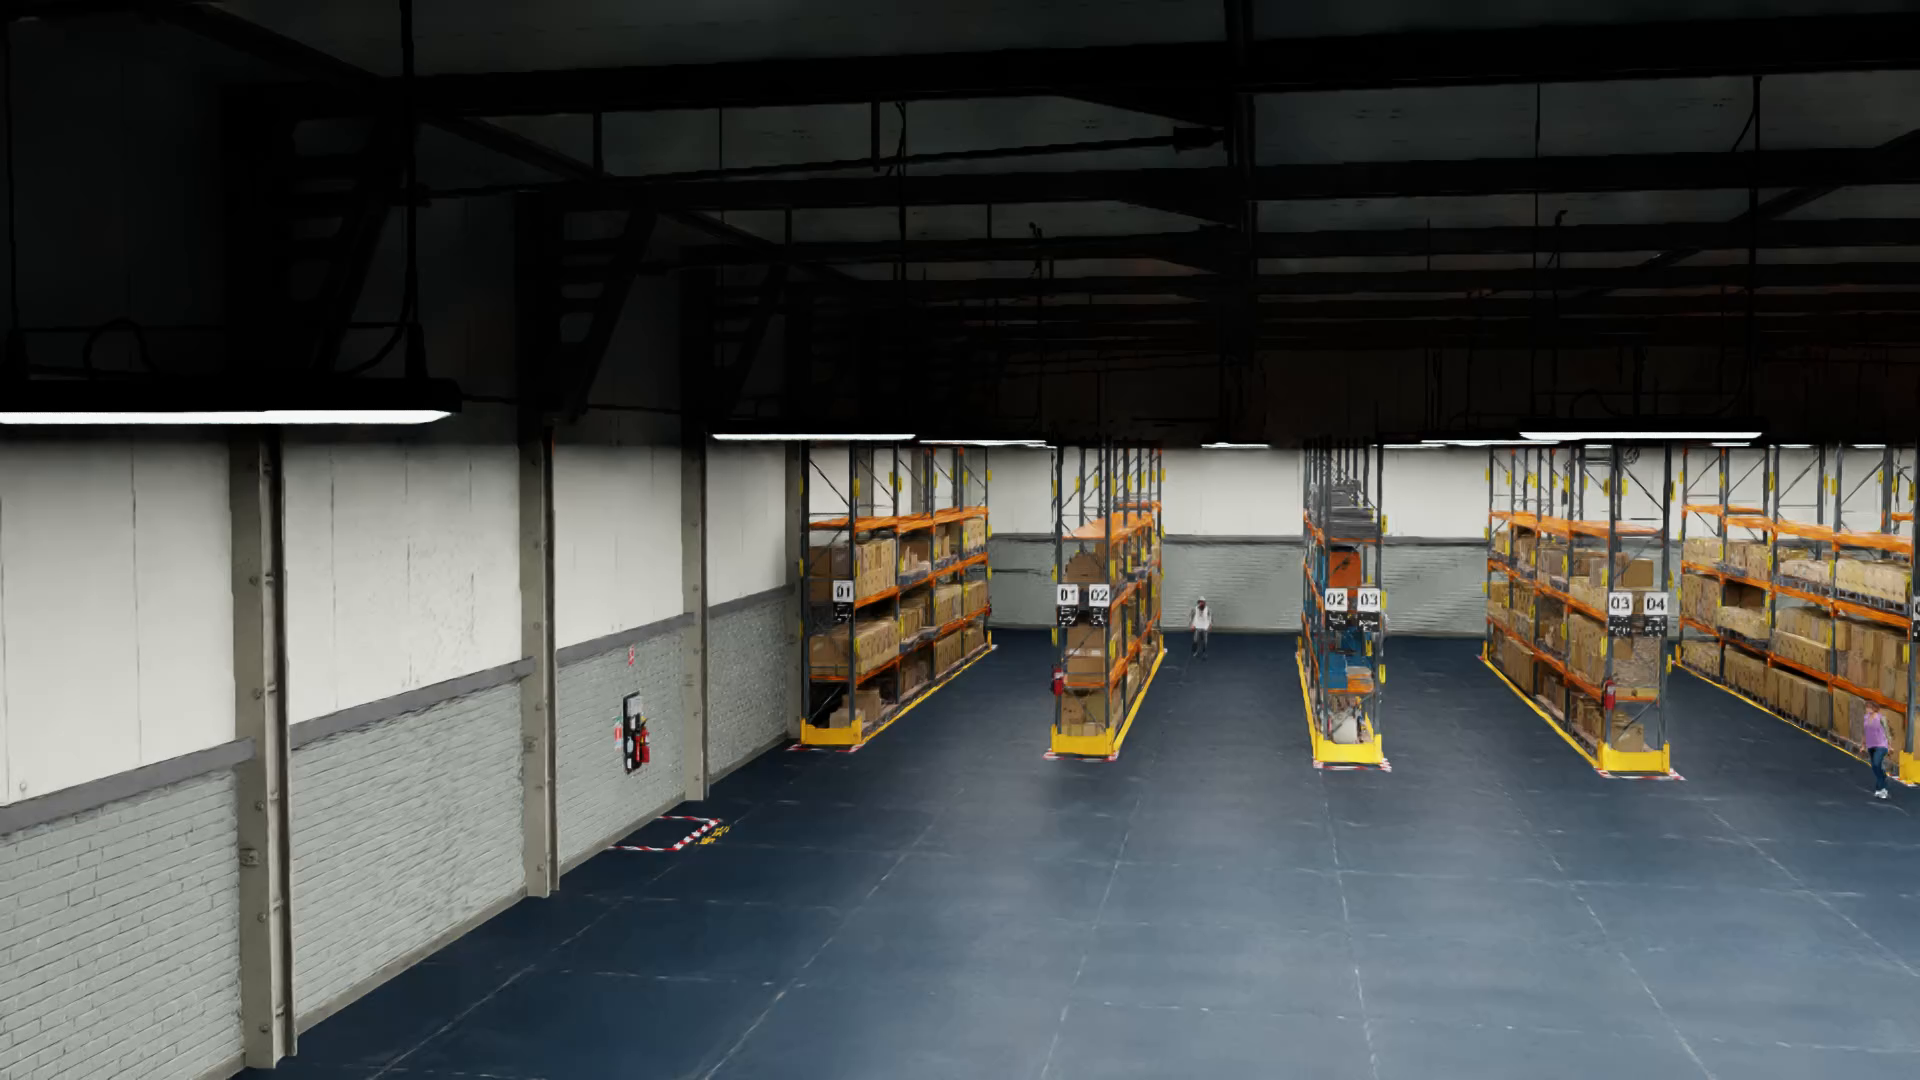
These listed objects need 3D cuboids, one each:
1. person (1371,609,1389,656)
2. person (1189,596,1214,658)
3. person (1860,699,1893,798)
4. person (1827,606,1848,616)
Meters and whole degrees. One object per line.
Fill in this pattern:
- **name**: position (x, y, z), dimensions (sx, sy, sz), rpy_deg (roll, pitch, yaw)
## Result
- **person**: position (11.615, 2.462, 46.201), dimensions (0.566, 1.541, 0.519), rpy_deg (0, 3, 7)
- **person**: position (6.637, 2.393, 45.787), dimensions (0.677, 1.726, 0.574), rpy_deg (0, 3, 8)
- **person**: position (15.194, 3.429, 27.499), dimensions (0.459, 1.585, 0.529), rpy_deg (-1, 3, -20)
- **person**: position (25.253, 2.258, 47.859), dimensions (0.574, 1.769, 0.591), rpy_deg (-3, 4, -44)
